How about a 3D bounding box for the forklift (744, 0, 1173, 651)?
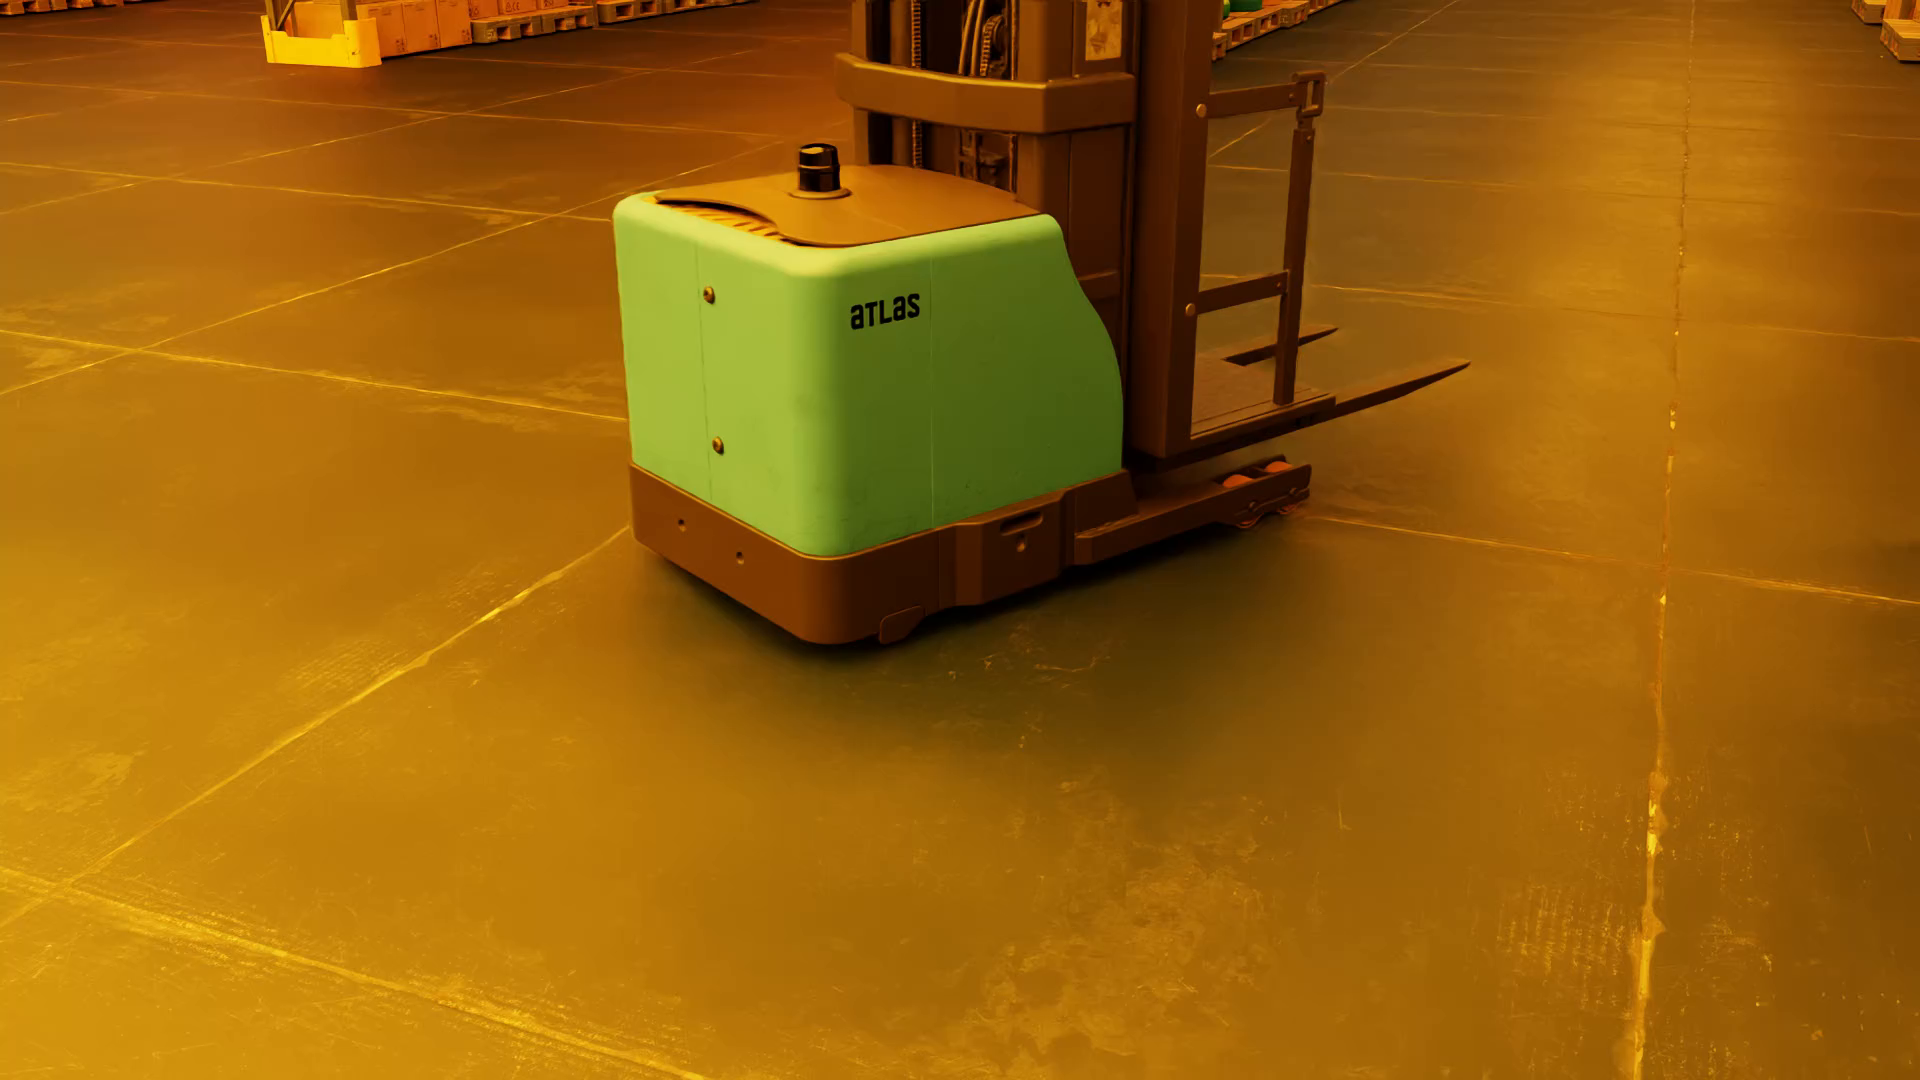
[{"bbox_3d":[0.002,-1.587,5.089,1.130,2.935,3.031,0,23,0],"label":"forklift"}]
